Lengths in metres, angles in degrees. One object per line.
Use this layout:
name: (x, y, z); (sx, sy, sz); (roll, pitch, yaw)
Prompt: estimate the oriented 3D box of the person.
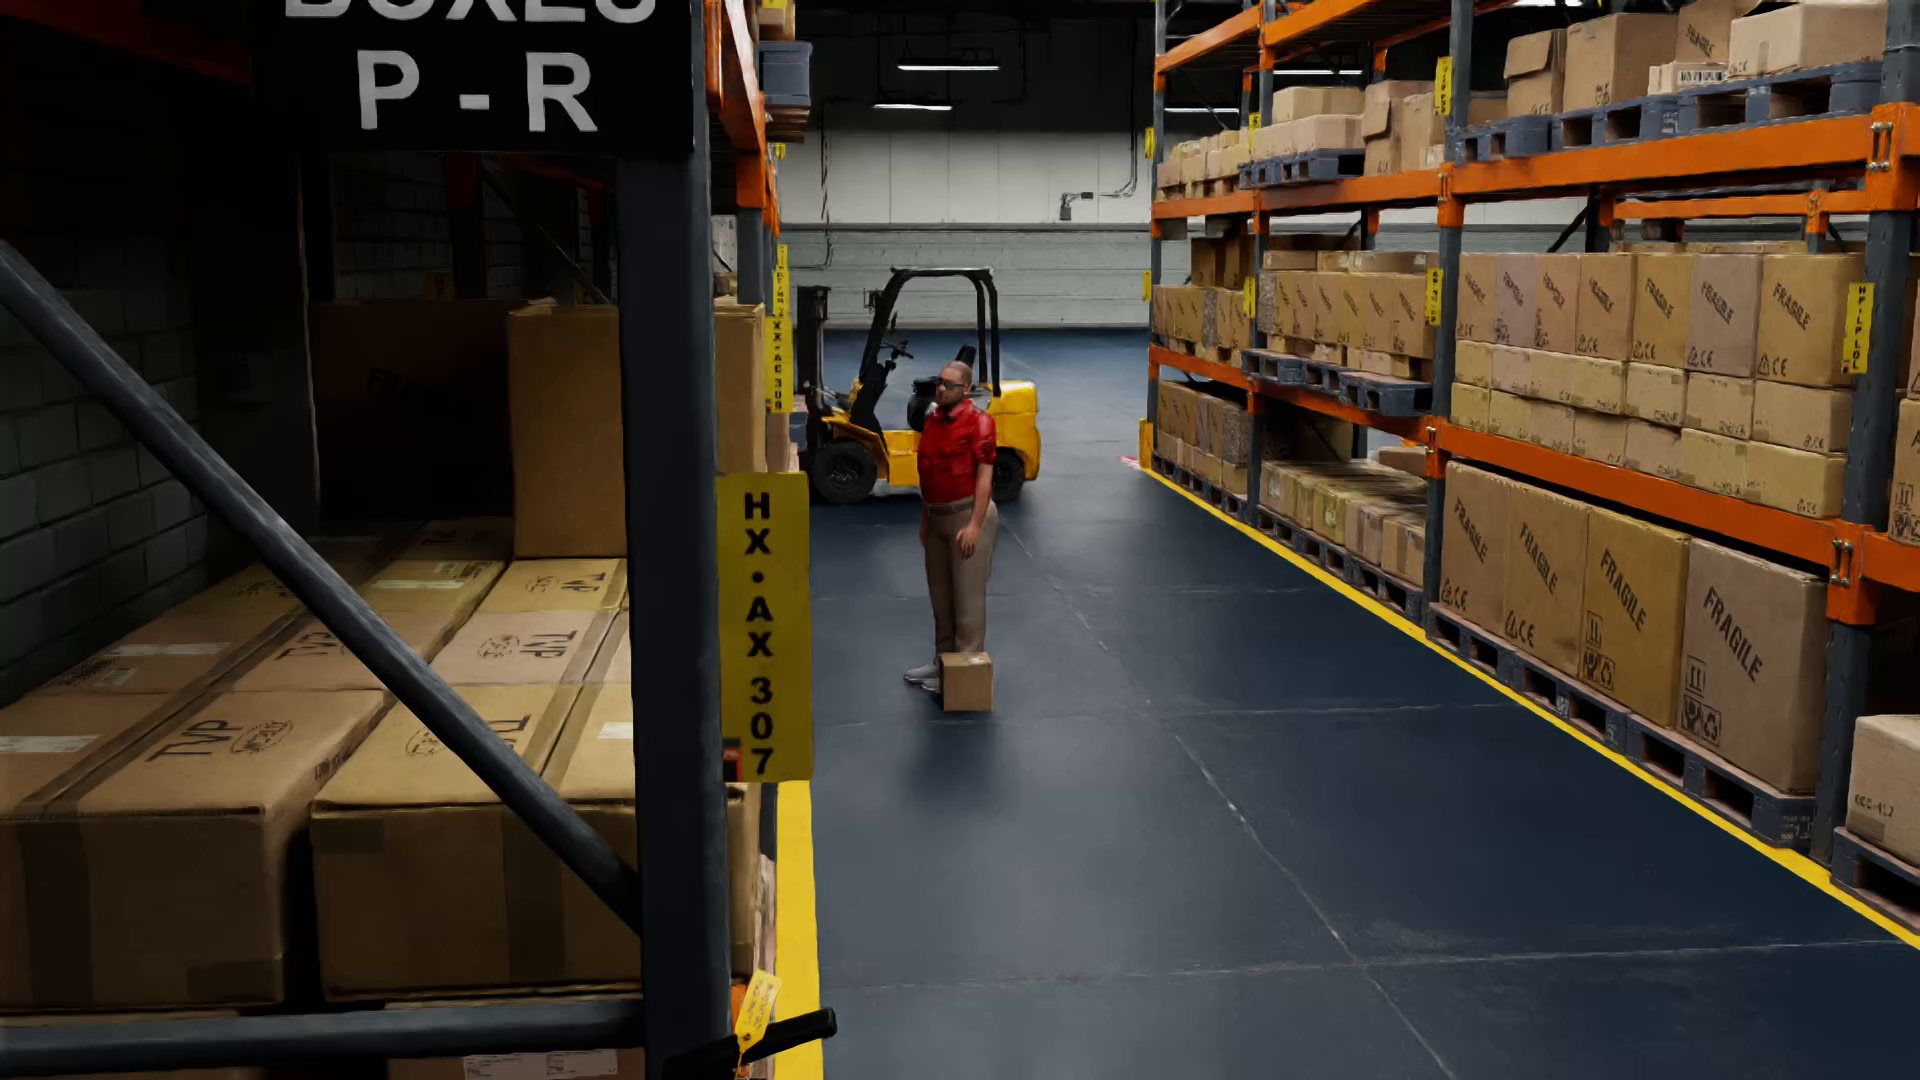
person: (-0.083, -0.073, 8.735); (0.477, 1.737, 0.596); (-8, 13, -39)
